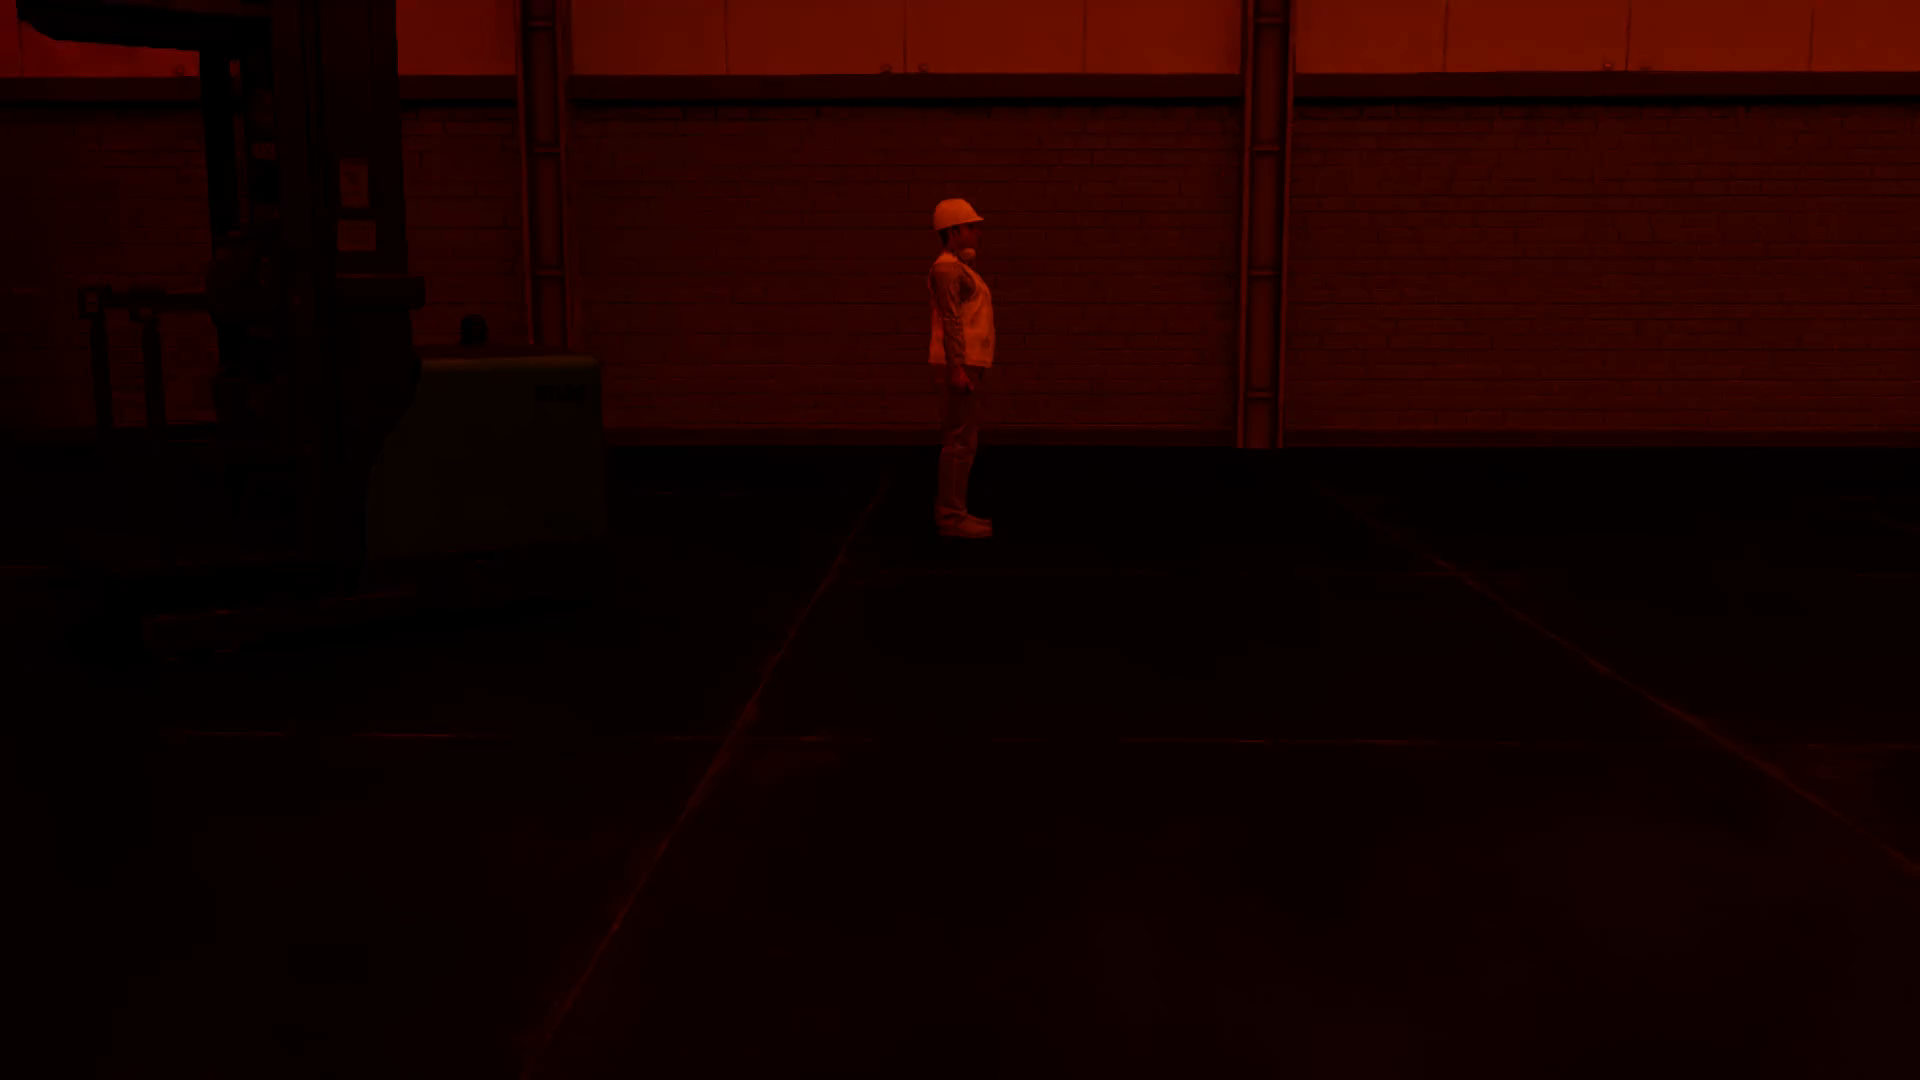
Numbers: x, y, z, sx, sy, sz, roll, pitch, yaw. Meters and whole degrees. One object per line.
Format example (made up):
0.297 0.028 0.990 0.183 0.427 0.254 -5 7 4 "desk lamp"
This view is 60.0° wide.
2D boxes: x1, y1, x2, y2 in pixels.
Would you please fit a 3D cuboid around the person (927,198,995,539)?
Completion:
0.007 -0.916 8.865 0.356 1.776 0.529 0 9 1 "person"

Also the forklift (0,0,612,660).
-2.992 -1.097 6.476 3.031 2.935 1.130 -6 11 -36 "forklift"
